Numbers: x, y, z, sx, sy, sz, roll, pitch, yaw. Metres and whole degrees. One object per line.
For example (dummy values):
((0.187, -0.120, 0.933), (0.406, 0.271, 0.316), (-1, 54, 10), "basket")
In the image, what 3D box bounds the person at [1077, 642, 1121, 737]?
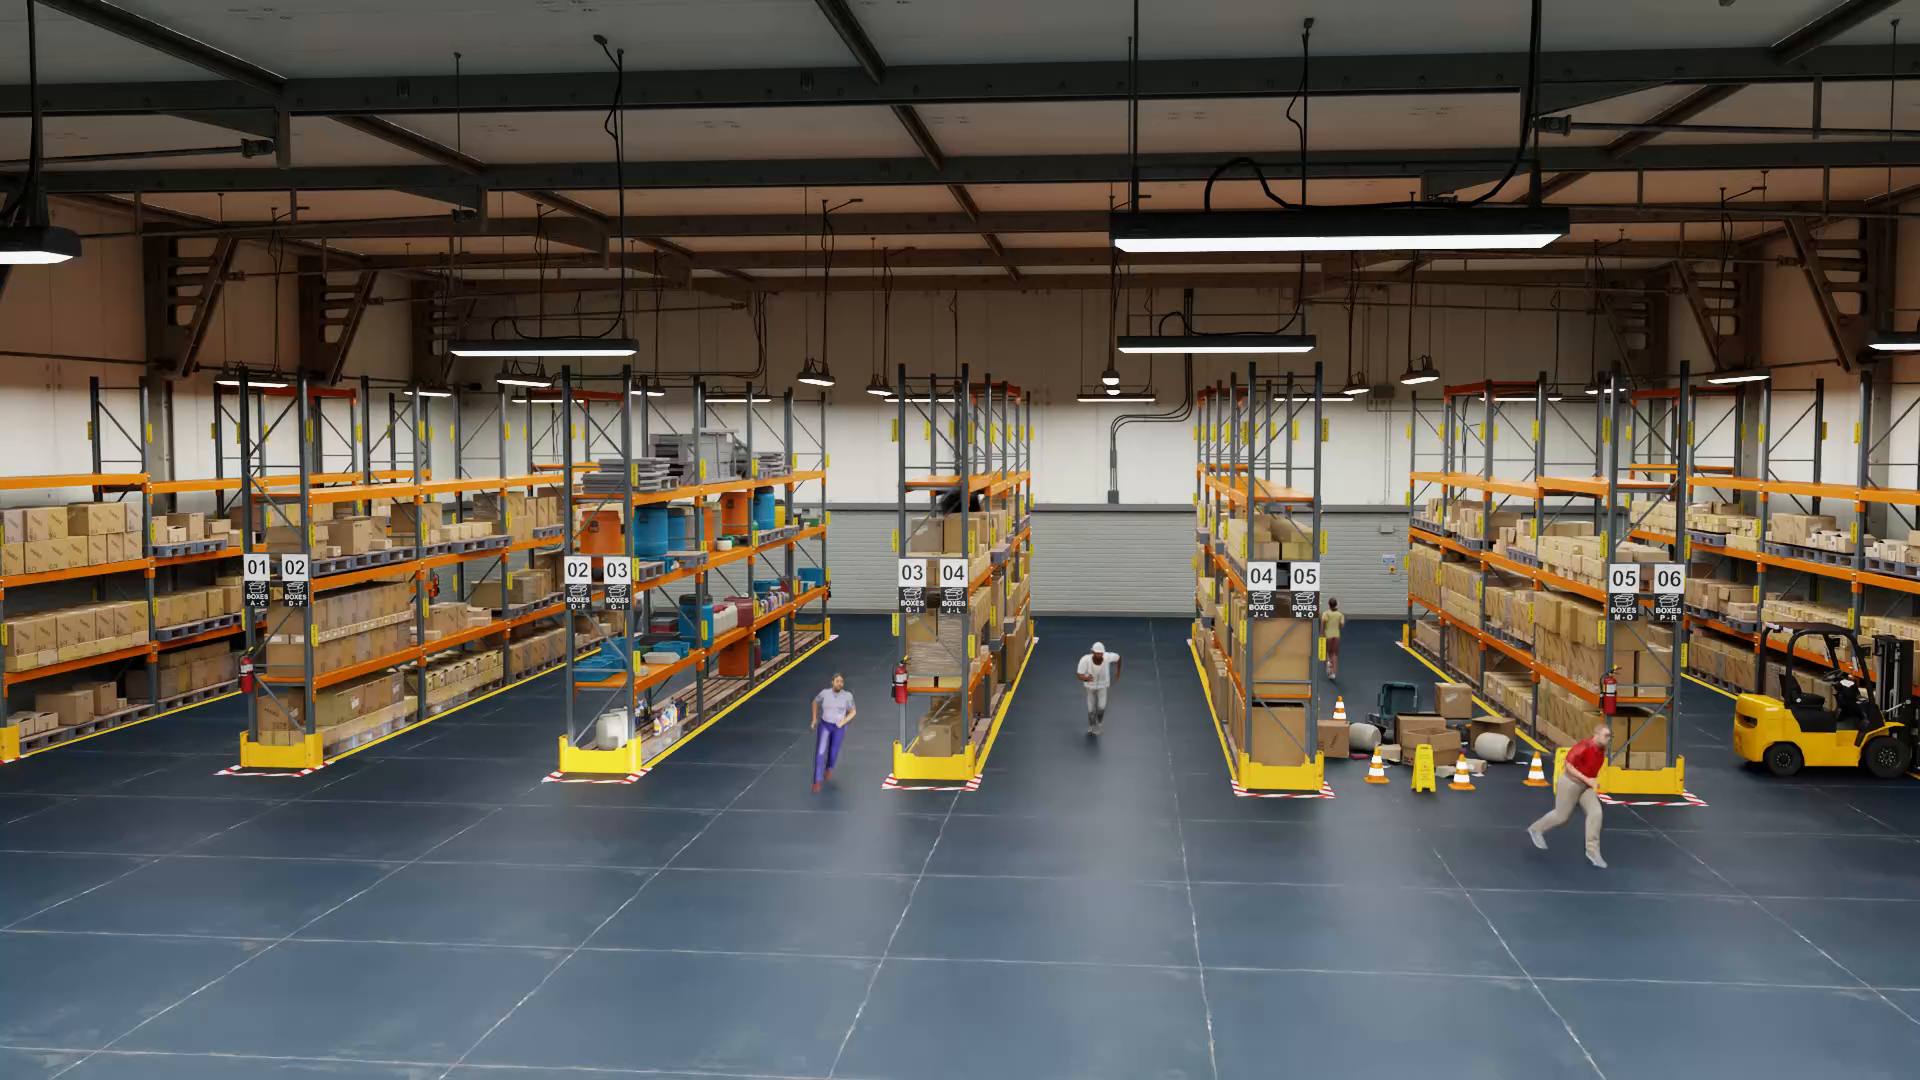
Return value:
((2.287, 2.434, 27.314), (0.740, 1.584, 0.930), (0, 4, 0), "person")

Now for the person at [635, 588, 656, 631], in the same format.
((-7.965, 1.467, 41.787), (0.617, 1.761, 0.740), (1, 4, 18), "person")

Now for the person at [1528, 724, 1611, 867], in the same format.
((7.182, 2.950, 19.573), (0.703, 1.694, 1.020), (-3, 5, -40), "person")

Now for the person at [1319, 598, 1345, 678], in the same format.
((7.601, 2.000, 34.094), (0.560, 1.624, 0.621), (0, 4, -1), "person")

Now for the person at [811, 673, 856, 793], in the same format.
((-1.781, 2.690, 23.477), (0.636, 1.614, 0.838), (0, 4, -3), "person")
